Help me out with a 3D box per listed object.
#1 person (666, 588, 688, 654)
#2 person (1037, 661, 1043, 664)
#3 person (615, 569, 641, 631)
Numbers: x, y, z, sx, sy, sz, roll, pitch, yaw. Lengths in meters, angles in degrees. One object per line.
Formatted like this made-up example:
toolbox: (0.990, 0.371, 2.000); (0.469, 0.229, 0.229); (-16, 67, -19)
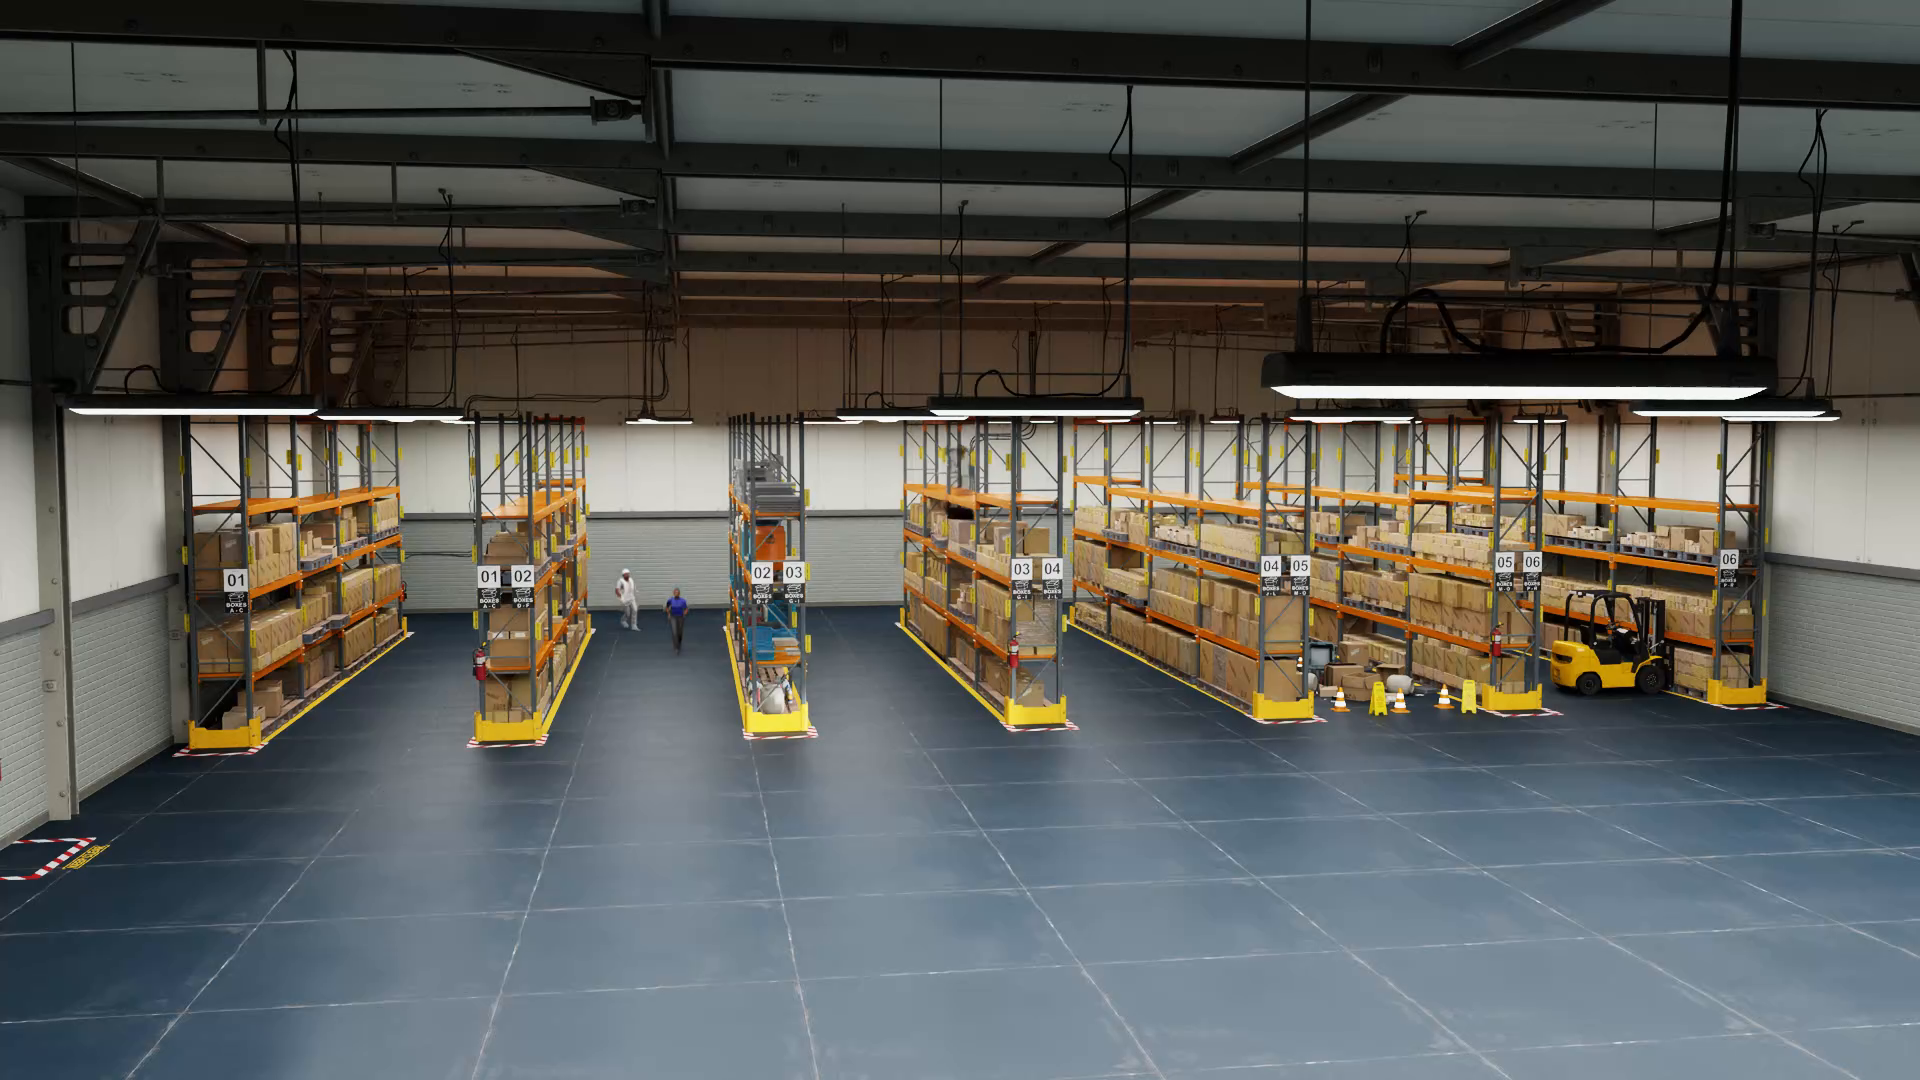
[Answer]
person: (-7.215, 2.040, 42.385); (0.559, 1.640, 0.836); (-1, 4, -12)
person: (1.908, 2.183, 40.324); (0.595, 1.601, 0.561); (-1, 4, -16)
person: (-9.395, 1.684, 46.790); (0.814, 1.759, 0.777); (4, 5, 44)
